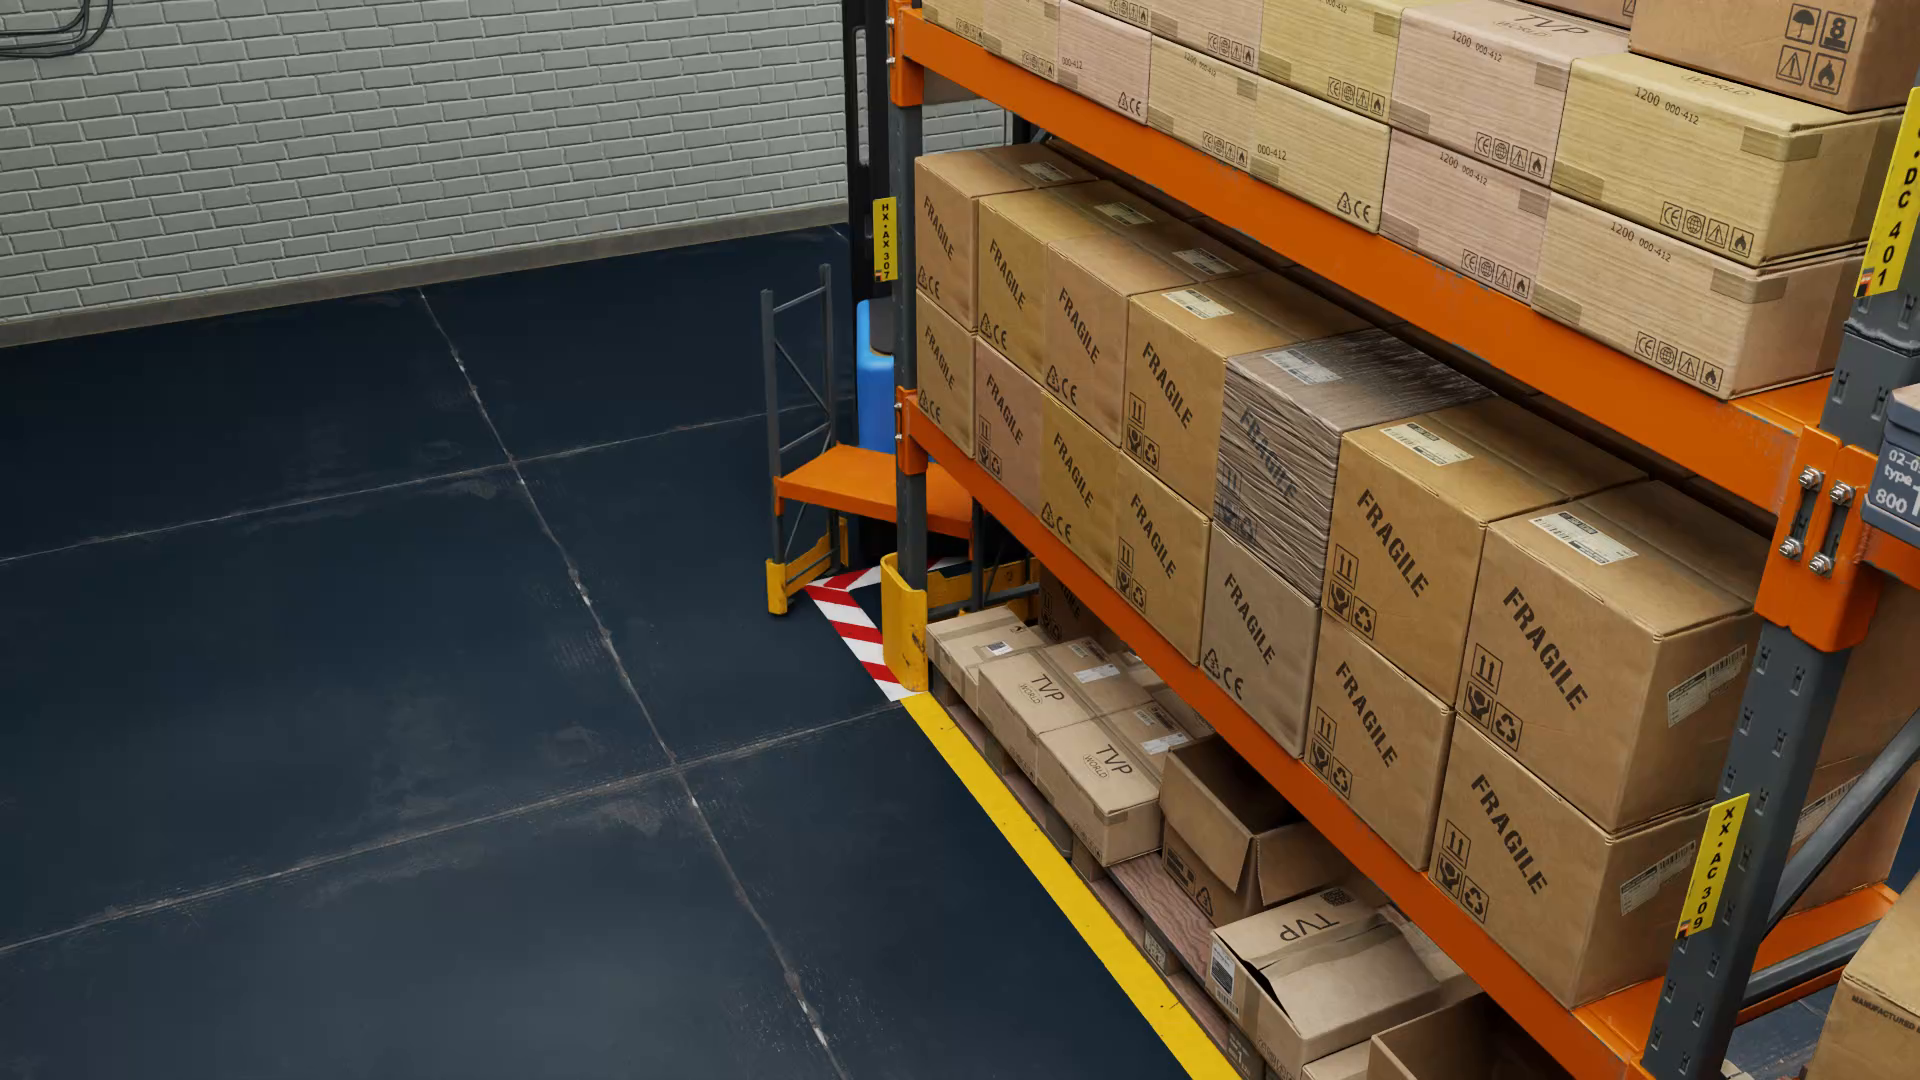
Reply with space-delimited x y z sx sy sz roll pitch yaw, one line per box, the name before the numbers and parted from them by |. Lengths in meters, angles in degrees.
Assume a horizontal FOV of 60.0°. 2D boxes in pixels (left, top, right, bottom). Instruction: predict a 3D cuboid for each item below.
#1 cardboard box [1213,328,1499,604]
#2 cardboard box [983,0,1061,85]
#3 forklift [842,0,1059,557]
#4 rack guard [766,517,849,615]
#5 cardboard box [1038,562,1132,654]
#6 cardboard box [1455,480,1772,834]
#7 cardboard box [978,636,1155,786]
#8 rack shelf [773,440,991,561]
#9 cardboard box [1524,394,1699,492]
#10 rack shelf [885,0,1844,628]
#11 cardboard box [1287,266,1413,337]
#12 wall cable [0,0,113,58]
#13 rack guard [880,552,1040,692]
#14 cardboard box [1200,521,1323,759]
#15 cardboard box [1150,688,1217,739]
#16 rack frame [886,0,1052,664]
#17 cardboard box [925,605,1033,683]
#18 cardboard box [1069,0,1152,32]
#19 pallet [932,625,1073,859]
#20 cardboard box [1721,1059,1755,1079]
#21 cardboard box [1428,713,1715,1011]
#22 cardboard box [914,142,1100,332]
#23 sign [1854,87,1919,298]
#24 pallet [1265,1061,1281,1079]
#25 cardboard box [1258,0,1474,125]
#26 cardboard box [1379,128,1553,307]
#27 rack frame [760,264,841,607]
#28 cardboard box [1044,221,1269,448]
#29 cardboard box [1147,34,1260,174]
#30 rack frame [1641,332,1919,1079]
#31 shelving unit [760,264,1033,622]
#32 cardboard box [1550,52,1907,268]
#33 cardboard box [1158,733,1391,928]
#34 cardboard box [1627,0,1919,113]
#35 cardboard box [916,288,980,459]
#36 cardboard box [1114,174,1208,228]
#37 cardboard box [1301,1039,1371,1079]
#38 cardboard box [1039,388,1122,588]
cardboard box | 1.037 -0.210 4.433 0.500 0.500 0.500 -13 32 -22
cardboard box | 0.403 -1.619 5.157 0.500 0.250 0.500 -13 32 -22
forklift | -0.037 -1.885 8.615 1.130 2.935 3.031 -2 29 -3
rack guard | -0.707 0.114 7.769 0.087 0.250 0.587 13 28 26
cardboard box | 0.665 0.207 6.920 0.500 0.500 0.500 -13 32 -22
cardboard box | 1.476 0.238 3.634 0.500 0.500 0.500 -13 32 -22
cardboard box | 0.401 0.648 6.389 0.500 0.250 0.500 -13 32 -22
rack shelf | -0.262 -0.189 7.361 1.000 0.185 0.538 13 28 26
cardboard box | 1.756 -0.088 4.215 0.500 0.500 0.500 -14 32 -24
rack shelf | 1.068 -0.991 4.619 1.077 0.370 4.000 -13 32 -22
cardboard box | 1.314 -0.543 5.027 0.500 0.500 0.500 -12 31 -20
wall cable | -6.368 -3.674 8.776 3.097 2.526 0.112 -13 32 -22
rack guard | 0.242 0.244 7.304 1.175 0.500 0.348 -13 32 -22
cardboard box | 1.035 0.223 4.684 0.500 0.500 0.500 -12 32 -21
cardboard box | 1.046 0.742 6.222 0.500 0.250 0.500 -13 32 -22
rack frame | 0.209 -0.880 6.752 1.000 3.000 0.127 -13 32 -22
cardboard box | 0.079 0.429 6.884 0.380 0.149 0.250 -13 32 -22
cardboard box | 0.623 -1.617 4.643 0.500 0.250 0.500 -13 32 -22
pallet | 0.585 0.722 6.747 1.003 0.211 1.213 -13 32 -22
cardboard box | 1.942 1.637 4.563 0.500 0.311 0.500 -13 32 -22
cardboard box | 1.480 0.676 3.875 0.500 0.500 0.500 -13 32 -21
cardboard box | 0.162 -1.108 6.035 0.500 0.500 0.500 -12 31 -20
sign | 1.440 -0.530 2.532 0.100 0.325 0.005 -13 32 -22
pallet | 1.632 1.800 4.825 1.003 0.211 1.213 -13 32 -22
cardboard box | 1.048 -1.175 3.853 0.500 0.250 0.500 -13 32 -22
cardboard box | 1.272 -0.738 3.586 0.500 0.250 0.500 -13 32 -22
rack frame | -0.708 -0.454 7.508 0.032 1.500 0.500 13 28 26
cardboard box | 0.603 -0.657 5.230 0.500 0.500 0.500 -13 32 -21
cardboard box | 0.840 -1.179 4.372 0.500 0.250 0.500 -13 32 -22
rack frame | 1.926 0.887 3.601 1.000 3.000 0.127 -13 32 -22
shelving unit | -0.270 -0.354 7.290 1.083 1.500 0.587 13 28 26
cardboard box | 1.472 -0.732 3.063 0.500 0.250 0.500 -13 32 -22
cardboard box | 1.115 0.955 5.582 0.797 0.503 0.637 -13 32 -22
cardboard box | 1.683 -1.108 2.967 0.700 0.500 0.500 -13 32 -22
cardboard box | 0.162 -0.672 6.280 0.500 0.500 0.500 -12 32 -21
cardboard box | 0.866 -0.998 5.838 0.500 0.500 0.500 -12 32 -21
cardboard box | 1.210 1.593 4.807 0.380 0.149 0.250 -13 32 -22
cardboard box | 0.601 -0.223 5.479 0.500 0.500 0.500 -13 32 -22
